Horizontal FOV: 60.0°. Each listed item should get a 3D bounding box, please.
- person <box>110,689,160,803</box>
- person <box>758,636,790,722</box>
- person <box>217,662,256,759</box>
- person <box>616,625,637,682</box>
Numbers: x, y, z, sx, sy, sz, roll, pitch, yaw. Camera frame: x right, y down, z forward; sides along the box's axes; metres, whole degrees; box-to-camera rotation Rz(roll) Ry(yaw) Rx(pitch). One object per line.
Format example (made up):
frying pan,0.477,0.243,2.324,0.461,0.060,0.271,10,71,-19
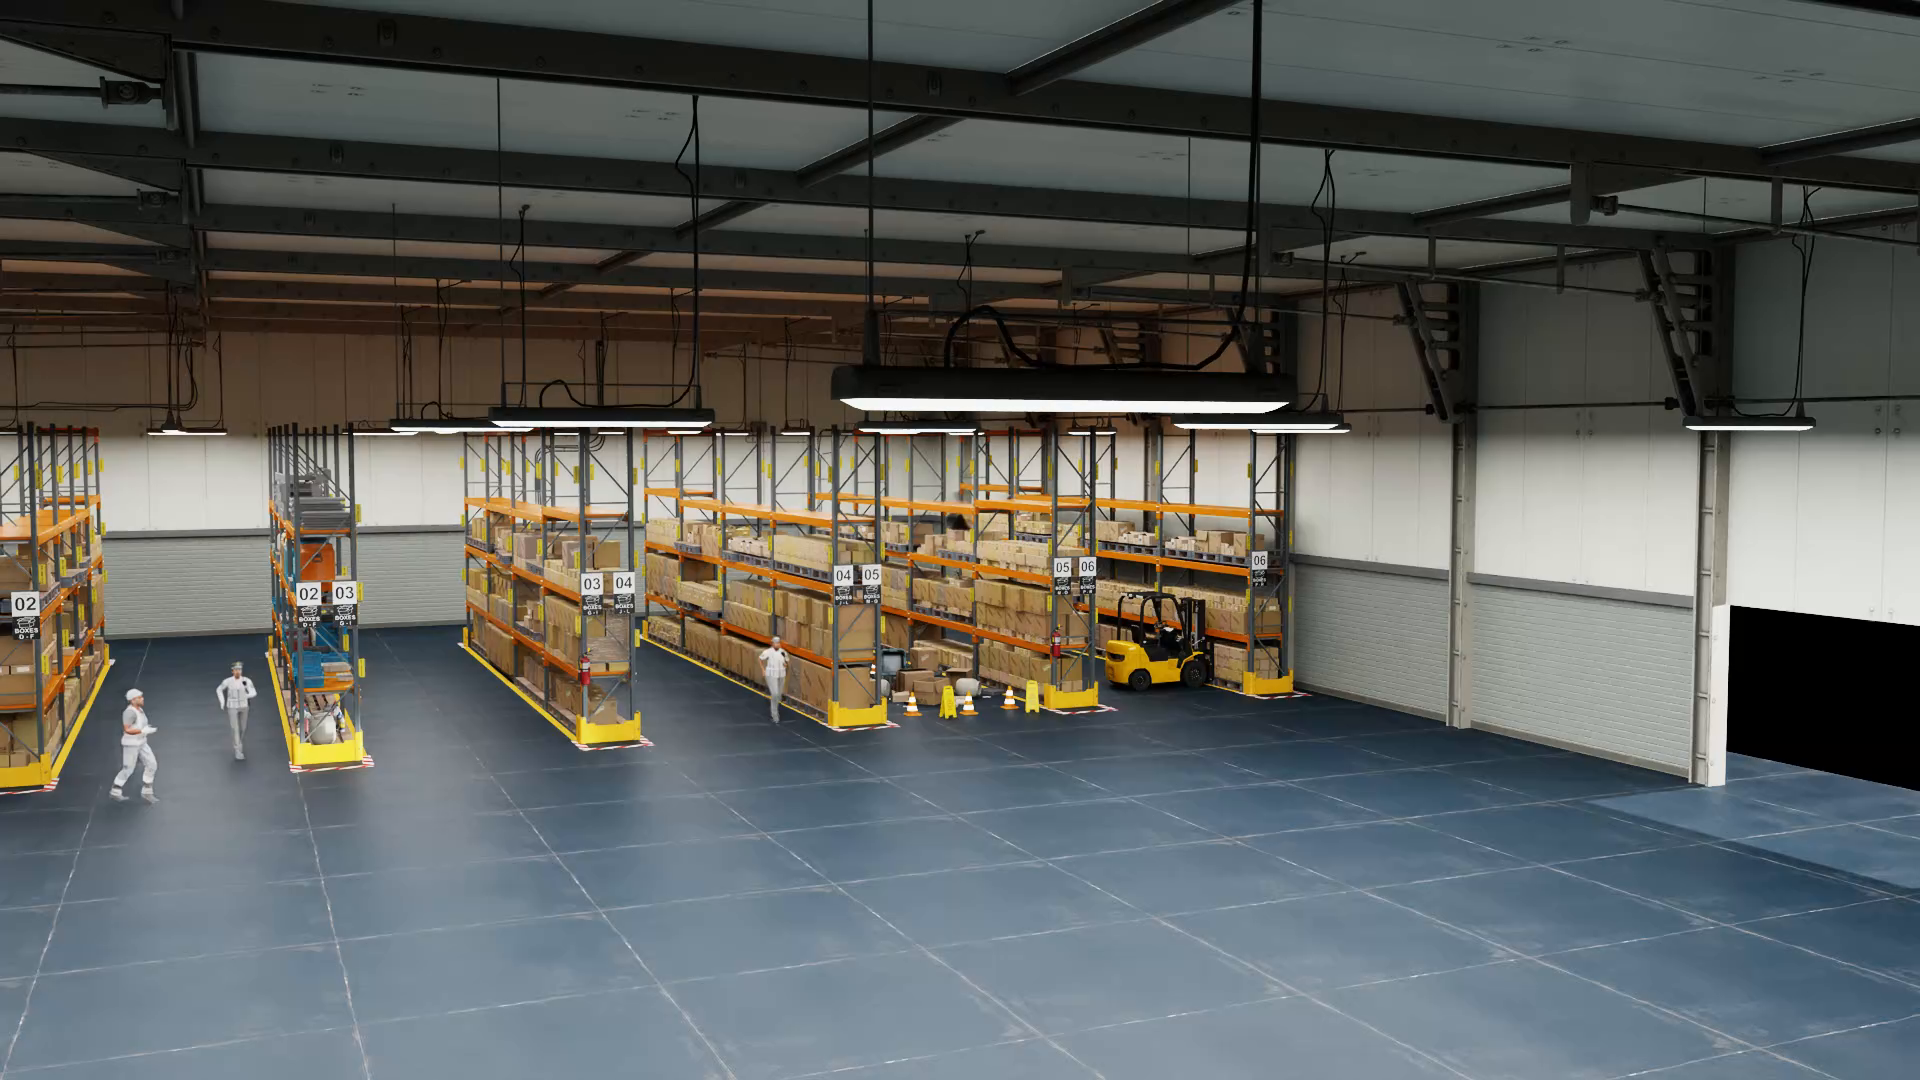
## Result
person,-12.907,3.243,25.990,0.788,1.836,0.637,0,3,0
person,-3.759,2.823,33.874,0.580,1.729,0.753,-2,4,-33
person,-12.967,3.025,29.855,0.612,1.692,0.920,-2,4,-35
person,-7.848,2.469,38.859,0.688,1.722,0.637,-2,4,-32
